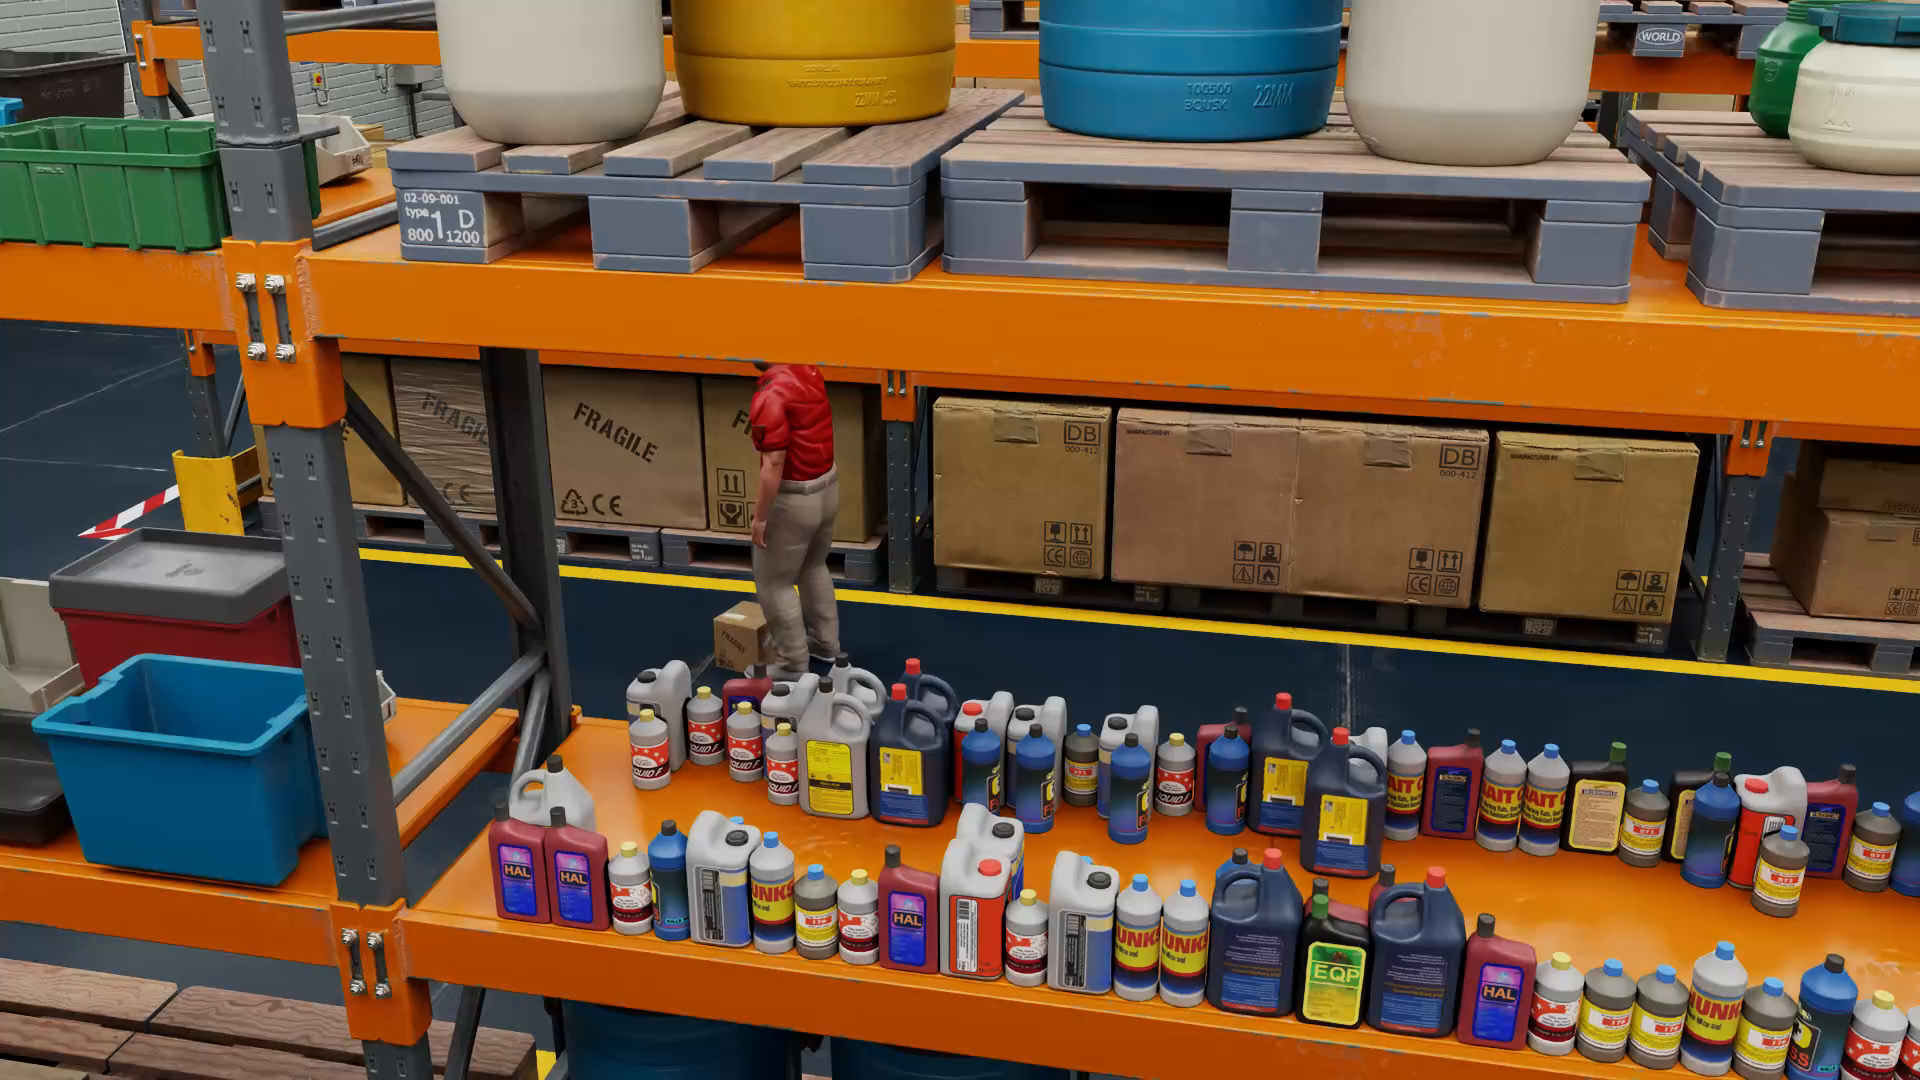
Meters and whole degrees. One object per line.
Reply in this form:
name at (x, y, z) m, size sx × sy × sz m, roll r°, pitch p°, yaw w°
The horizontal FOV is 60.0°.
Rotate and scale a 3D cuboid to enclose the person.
person at (-0.771, -0.177, 7.556) m, size 0.399 × 1.726 × 0.601 m, roll 9°, pitch 23°, yaw 23°
